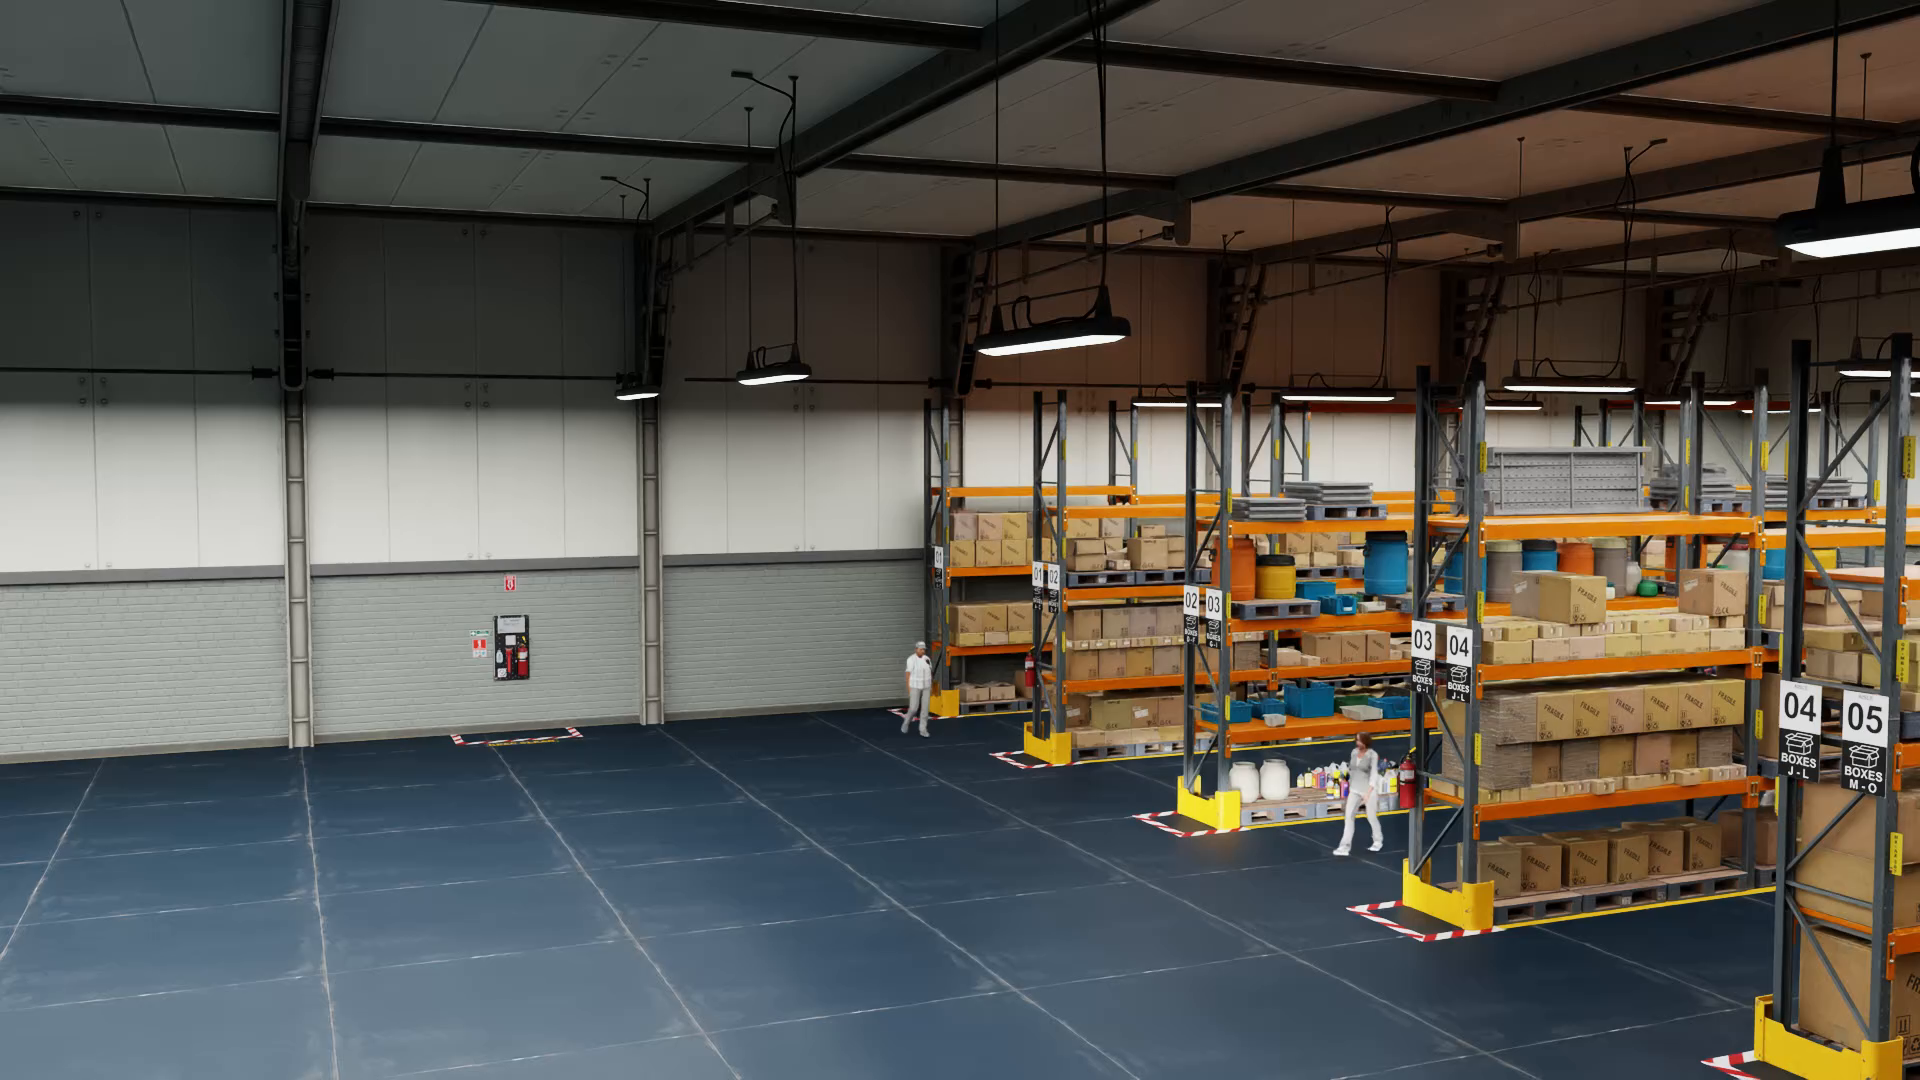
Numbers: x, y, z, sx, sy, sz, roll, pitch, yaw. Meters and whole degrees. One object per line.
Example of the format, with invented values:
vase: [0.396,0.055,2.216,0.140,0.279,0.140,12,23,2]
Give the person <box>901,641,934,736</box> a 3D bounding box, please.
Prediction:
person: [-0.736,2.601,29.186,0.515,1.656,0.504,-2,4,-29]

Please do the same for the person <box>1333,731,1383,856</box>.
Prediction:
person: [4.999,3.155,20.706,0.430,1.534,0.951,3,5,42]

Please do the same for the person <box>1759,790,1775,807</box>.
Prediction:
person: [11.402,2.983,22.825,0.993,1.627,0.447,-1,3,-13]
